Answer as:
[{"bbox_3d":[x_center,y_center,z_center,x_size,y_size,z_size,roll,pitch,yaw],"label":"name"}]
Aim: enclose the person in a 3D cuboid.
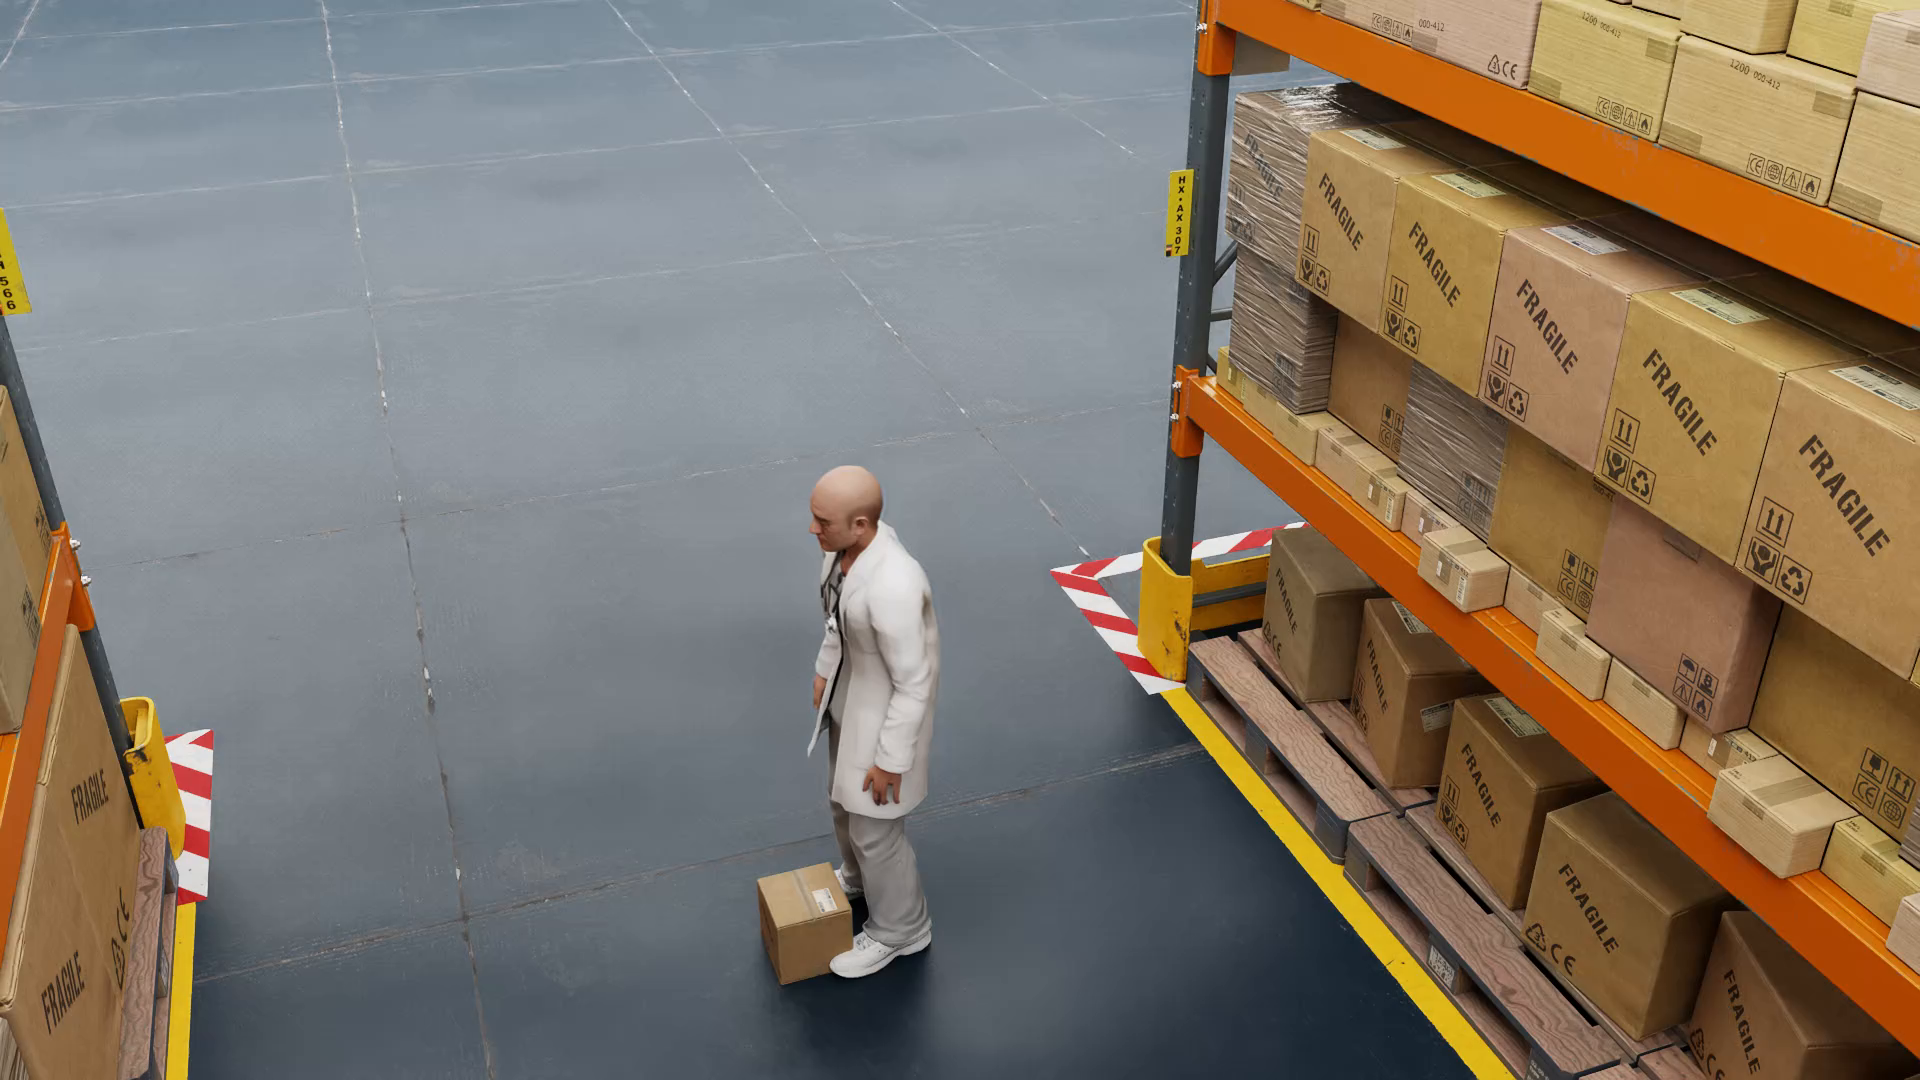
[{"bbox_3d":[-0.281,0.552,5.165,0.417,1.774,0.656,-11,31,-19],"label":"person"}]
